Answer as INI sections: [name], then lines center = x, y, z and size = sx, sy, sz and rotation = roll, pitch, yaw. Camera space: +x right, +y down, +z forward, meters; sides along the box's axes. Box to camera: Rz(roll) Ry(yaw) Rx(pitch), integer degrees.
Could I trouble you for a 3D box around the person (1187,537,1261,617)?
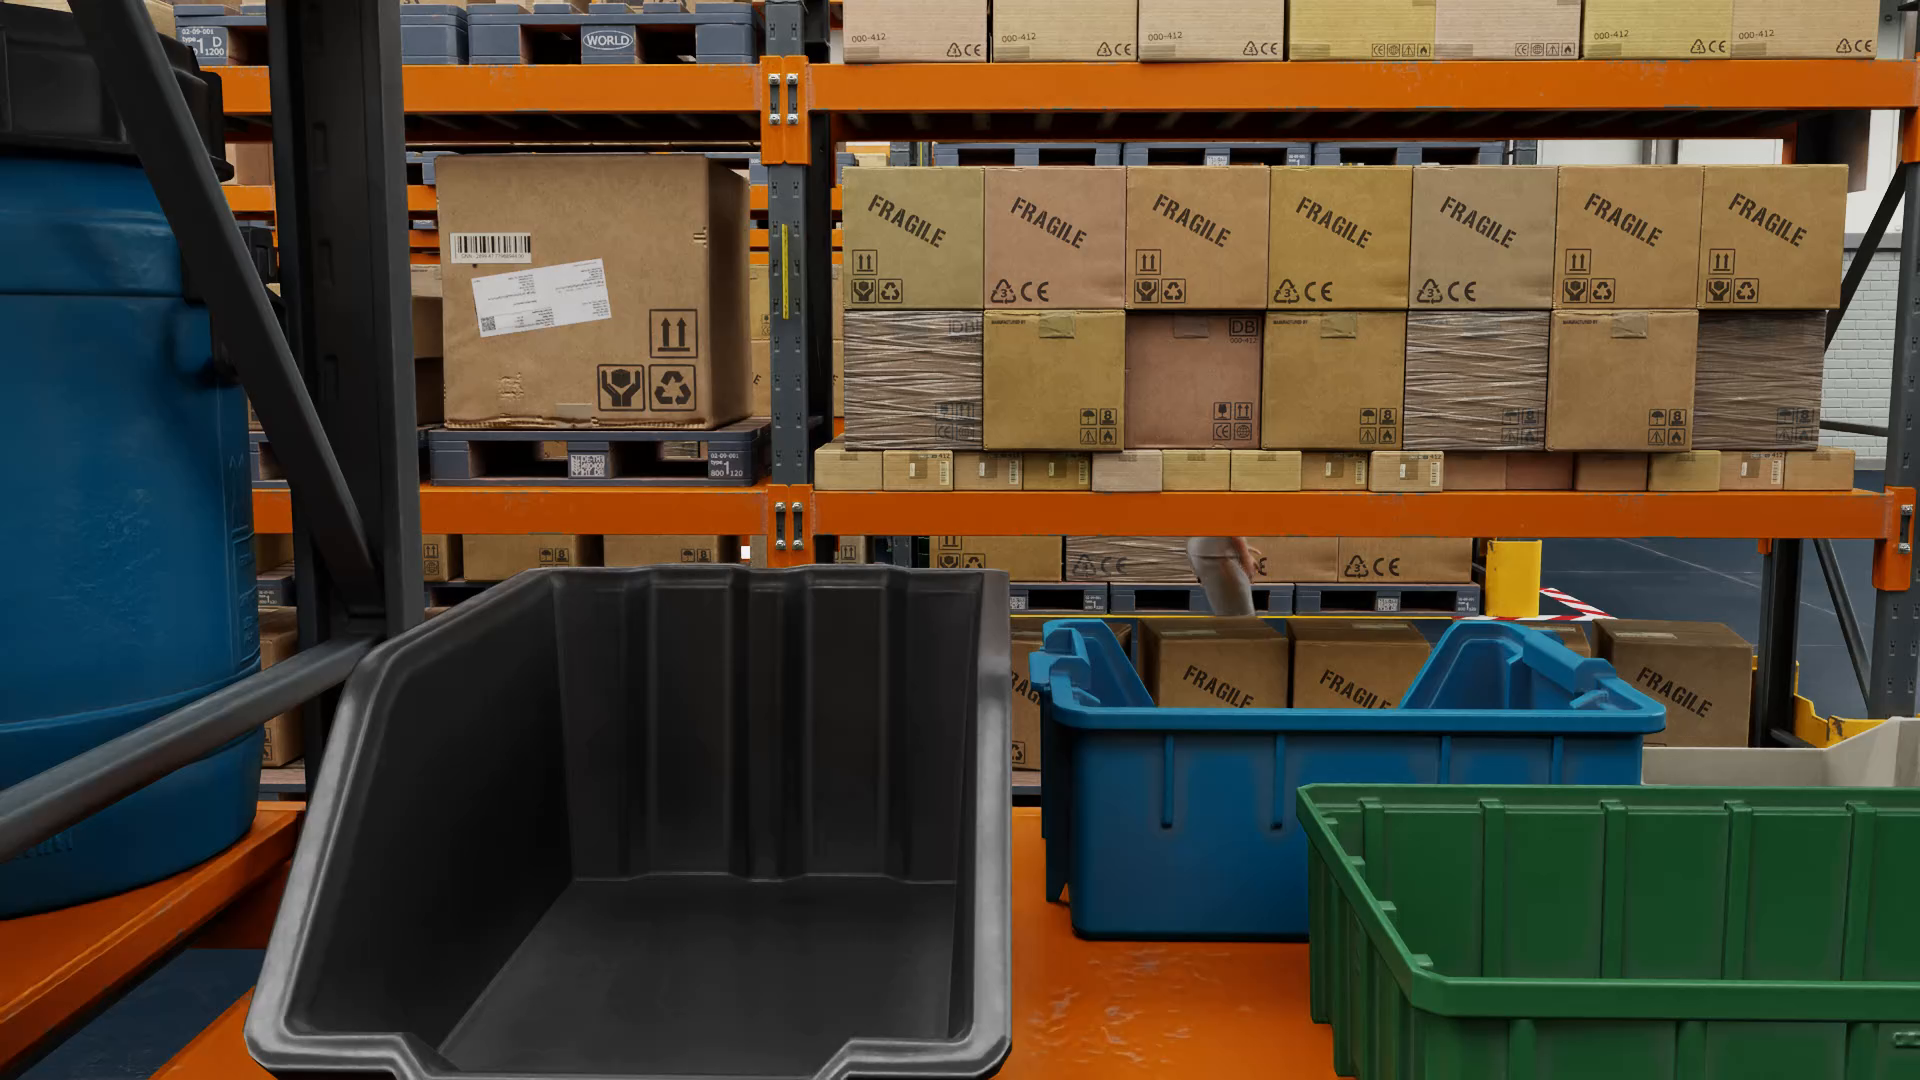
[person]
center = 1.256, 0.081, 7.838
size = 0.370, 1.637, 0.458
rotation = 0, 7, 3
